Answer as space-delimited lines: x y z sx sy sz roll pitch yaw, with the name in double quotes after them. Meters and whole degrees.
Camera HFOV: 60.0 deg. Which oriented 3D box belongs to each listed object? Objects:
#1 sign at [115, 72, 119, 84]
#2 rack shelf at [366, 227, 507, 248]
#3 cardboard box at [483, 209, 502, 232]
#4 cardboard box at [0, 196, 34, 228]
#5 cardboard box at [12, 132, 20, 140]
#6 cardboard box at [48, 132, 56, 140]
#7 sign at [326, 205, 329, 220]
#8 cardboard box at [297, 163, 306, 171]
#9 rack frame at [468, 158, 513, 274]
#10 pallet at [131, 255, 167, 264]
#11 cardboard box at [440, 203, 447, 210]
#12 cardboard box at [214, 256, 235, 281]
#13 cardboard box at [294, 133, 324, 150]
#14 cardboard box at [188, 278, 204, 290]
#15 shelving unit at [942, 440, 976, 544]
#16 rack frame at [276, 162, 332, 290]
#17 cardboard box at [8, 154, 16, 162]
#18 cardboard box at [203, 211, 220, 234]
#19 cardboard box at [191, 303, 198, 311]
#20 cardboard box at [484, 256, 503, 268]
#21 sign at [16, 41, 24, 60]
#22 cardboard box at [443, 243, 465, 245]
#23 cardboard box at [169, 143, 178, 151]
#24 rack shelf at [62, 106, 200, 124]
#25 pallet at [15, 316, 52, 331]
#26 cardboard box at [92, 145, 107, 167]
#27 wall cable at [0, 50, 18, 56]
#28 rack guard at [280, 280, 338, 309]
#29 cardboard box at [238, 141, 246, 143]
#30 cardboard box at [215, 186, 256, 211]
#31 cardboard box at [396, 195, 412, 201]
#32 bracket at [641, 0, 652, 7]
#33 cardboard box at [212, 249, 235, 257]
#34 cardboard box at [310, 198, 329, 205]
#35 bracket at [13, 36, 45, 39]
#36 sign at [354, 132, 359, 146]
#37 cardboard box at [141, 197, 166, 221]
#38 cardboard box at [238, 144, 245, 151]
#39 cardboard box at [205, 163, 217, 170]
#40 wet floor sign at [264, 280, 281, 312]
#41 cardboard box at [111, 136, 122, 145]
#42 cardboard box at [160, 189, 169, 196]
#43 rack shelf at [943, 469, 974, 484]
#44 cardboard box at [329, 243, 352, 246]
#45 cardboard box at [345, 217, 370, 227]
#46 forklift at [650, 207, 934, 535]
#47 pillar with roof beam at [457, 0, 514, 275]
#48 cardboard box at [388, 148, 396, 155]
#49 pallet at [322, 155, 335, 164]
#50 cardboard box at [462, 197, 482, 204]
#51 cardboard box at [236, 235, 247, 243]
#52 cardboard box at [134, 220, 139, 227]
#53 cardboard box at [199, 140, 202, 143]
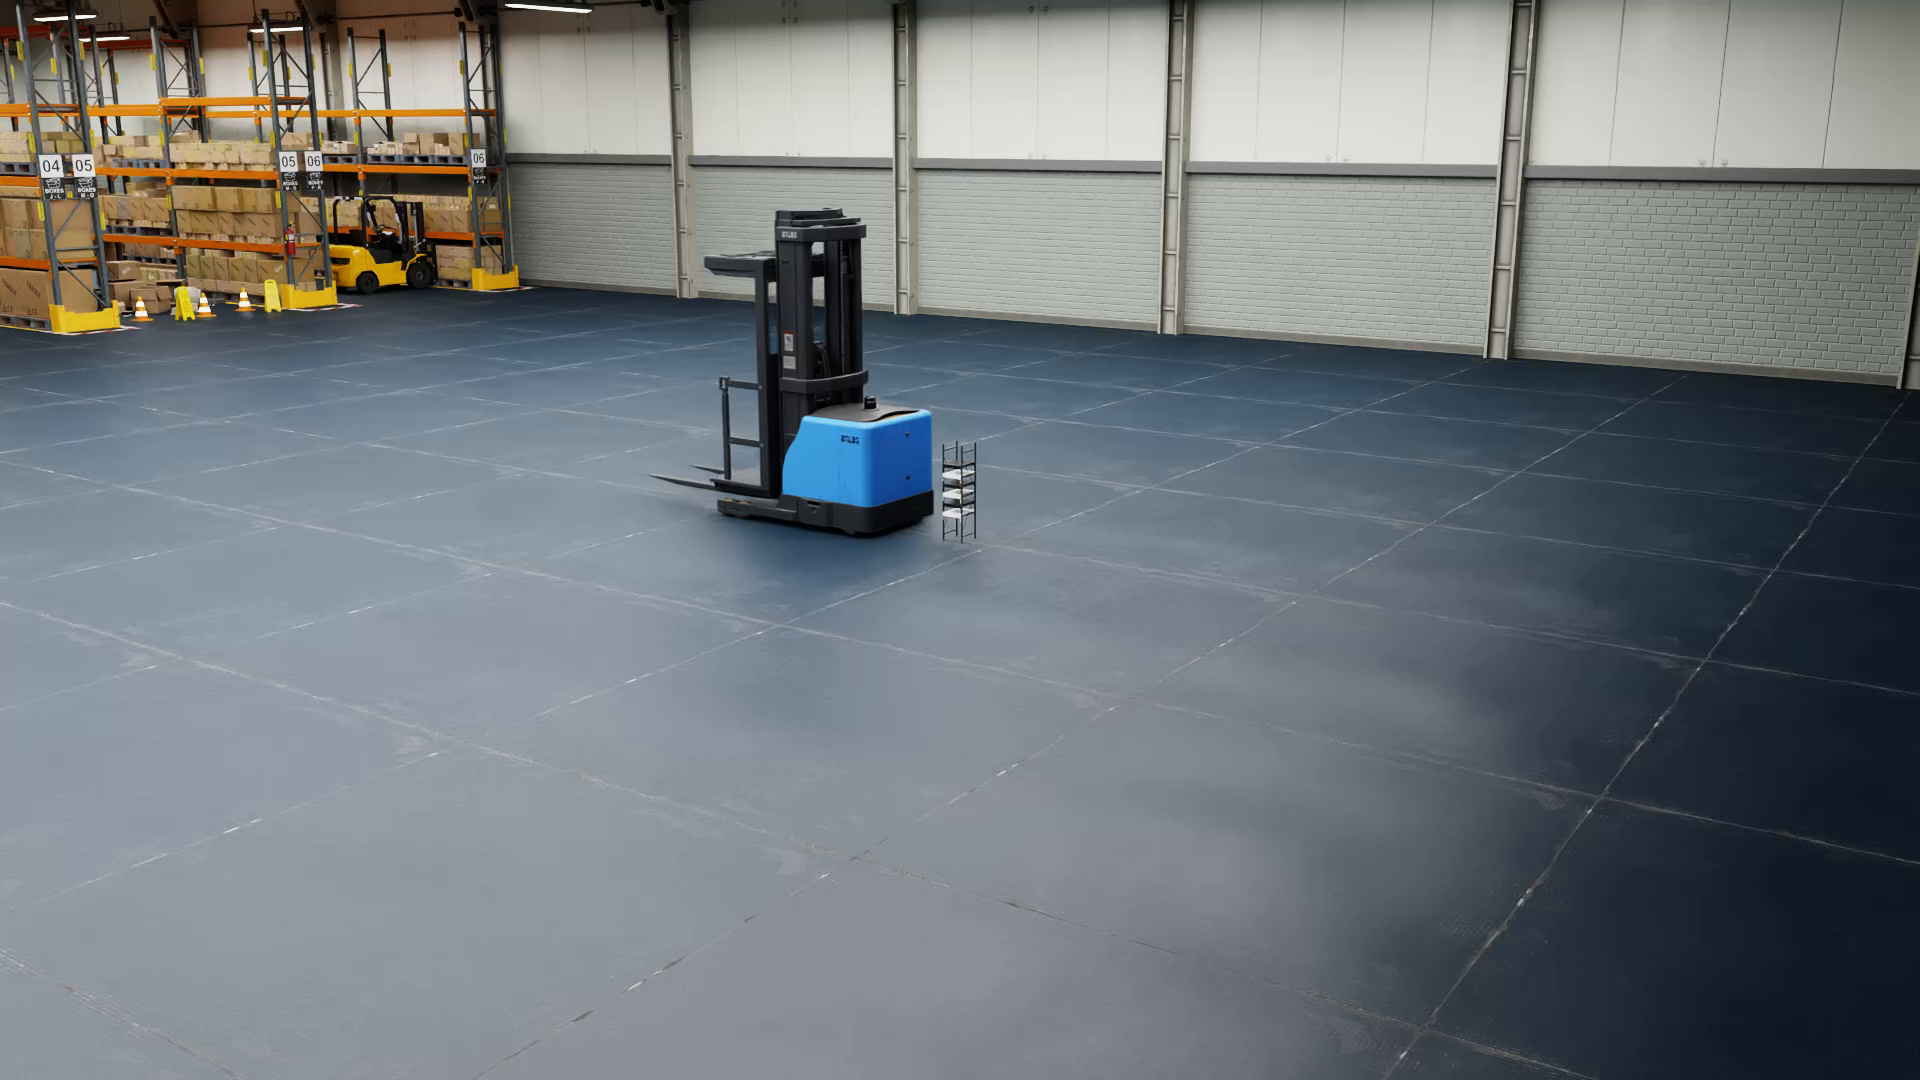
-23.928 -13.104 47.187 0.005 0.325 0.100 9 17 33 "sign"
-12.638 -7.327 40.105 4.000 0.370 1.077 9 17 33 "rack shelf"
-11.234 -7.579 39.415 0.500 0.500 0.500 10 17 35 "cardboard box"
-18.119 -6.275 31.796 0.500 0.550 0.875 9 17 33 "cardboard box"
-17.099 -7.402 30.450 0.250 0.149 0.380 9 17 33 "cardboard box"
-16.731 -7.533 30.978 0.250 0.149 0.380 9 17 33 "cardboard box"
-13.443 -6.947 35.268 0.005 0.325 0.100 9 17 33 "sign"
-13.839 -7.861 35.046 0.250 0.149 0.380 9 17 33 "cardboard box"
-10.978 -7.408 38.935 0.127 3.000 1.000 9 17 33 "rack frame"
-22.521 -7.920 46.804 1.213 0.211 1.003 9 17 33 "pallet"
-12.031 -7.873 39.255 0.250 0.149 0.380 9 17 32 "cardboard box"
-15.846 -5.915 36.192 0.500 0.500 0.500 10 17 36 "cardboard box"
-16.307 -9.956 41.694 0.500 0.500 0.500 10 17 34 "cardboard box"
-16.726 -5.691 36.844 0.500 0.250 0.500 8 16 30 "cardboard box"
-0.007 -0.438 15.146 0.210 0.900 0.258 9 17 33 "shelving unit"
-13.745 -6.418 34.935 0.127 3.000 1.000 9 17 33 "rack frame"
-17.311 -7.049 30.683 0.250 0.149 0.380 9 17 34 "cardboard box"
-16.016 -6.900 36.055 0.500 0.500 0.500 9 17 32 "cardboard box"
-15.960 -4.807 34.360 0.380 0.149 0.250 -7 15 -25 "cardboard box"
-11.252 -6.625 39.577 0.500 0.250 0.500 10 17 34 "cardboard box"
-16.739 -8.715 29.621 0.005 0.325 0.100 9 17 33 "sign"
-12.097 -7.000 40.055 0.500 0.250 0.500 9 17 32 "cardboard box"
-16.985 -8.568 36.242 0.250 0.149 0.380 9 16 32 "cardboard box"
-18.724 -9.592 37.599 4.000 0.370 1.077 9 17 33 "rack shelf"
-17.131 -4.156 31.598 1.213 0.211 1.003 9 17 33 "pallet"
-19.603 -8.866 38.375 0.500 0.500 0.700 9 17 33 "cardboard box"
-28.223 -16.178 50.302 0.133 3.039 2.988 9 17 33 "wall cable"
-13.808 -5.215 35.276 0.348 0.500 1.175 9 17 33 "rack guard"
-18.475 -10.271 43.121 0.250 0.149 0.380 9 16 31 "cardboard box"
-15.524 -7.333 35.723 0.500 0.500 0.700 9 17 32 "cardboard box"
-13.328 -8.217 40.023 0.250 0.149 0.380 9 16 32 "cardboard box"
-6.617 -11.521 35.573 0.430 0.232 0.235 9 17 33 "bracket"
-16.003 -6.237 36.140 0.250 0.149 0.380 10 17 36 "cardboard box"
-16.170 -8.557 42.015 0.250 0.149 0.380 9 17 33 "cardboard box"
-28.850 -15.114 50.089 5.218 0.066 0.076 9 17 33 "bracket"
-14.592 -9.695 40.199 0.005 0.325 0.100 9 17 33 "sign"
-17.988 -7.434 37.336 0.500 0.500 0.500 9 17 33 "cardboard box"
-14.986 -8.277 35.065 0.250 0.149 0.380 9 17 33 "cardboard box"
-15.922 -8.008 35.636 0.250 0.149 0.380 9 16 32 "cardboard box"
-14.185 -5.036 34.253 0.267 0.644 0.232 -10 17 -35 "wet floor sign"
-23.191 -11.078 46.170 0.500 0.250 0.500 9 16 32 "cardboard box"
-18.216 -7.925 37.971 0.250 0.149 0.380 10 17 36 "cardboard box"
-0.007 -0.580 15.111 0.200 0.077 0.258 9 17 33 "rack shelf"
-15.376 -7.169 42.037 0.625 0.625 0.875 9 17 32 "cardboard box"
-14.861 -7.887 41.182 0.500 0.250 0.500 10 17 34 "cardboard box"
-1.748 -1.722 16.108 3.031 2.935 1.130 10 17 34 "forklift"
-13.456 -9.735 35.850 0.548 9.000 9.100 9 17 33 "pillar with roof beam"
-13.457 -9.307 39.805 0.250 0.149 0.380 10 17 34 "cardboard box"
-16.074 -9.623 42.032 1.213 0.211 1.003 10 17 35 "pallet"
-11.393 -7.922 38.833 0.250 0.149 0.380 9 17 33 "cardboard box"
-15.275 -6.461 35.632 0.250 0.149 0.380 9 17 32 "cardboard box"
-18.484 -7.190 37.702 0.250 0.149 0.380 9 17 33 "cardboard box"
-19.825 -10.462 43.849 0.250 0.149 0.380 9 17 33 "cardboard box"
